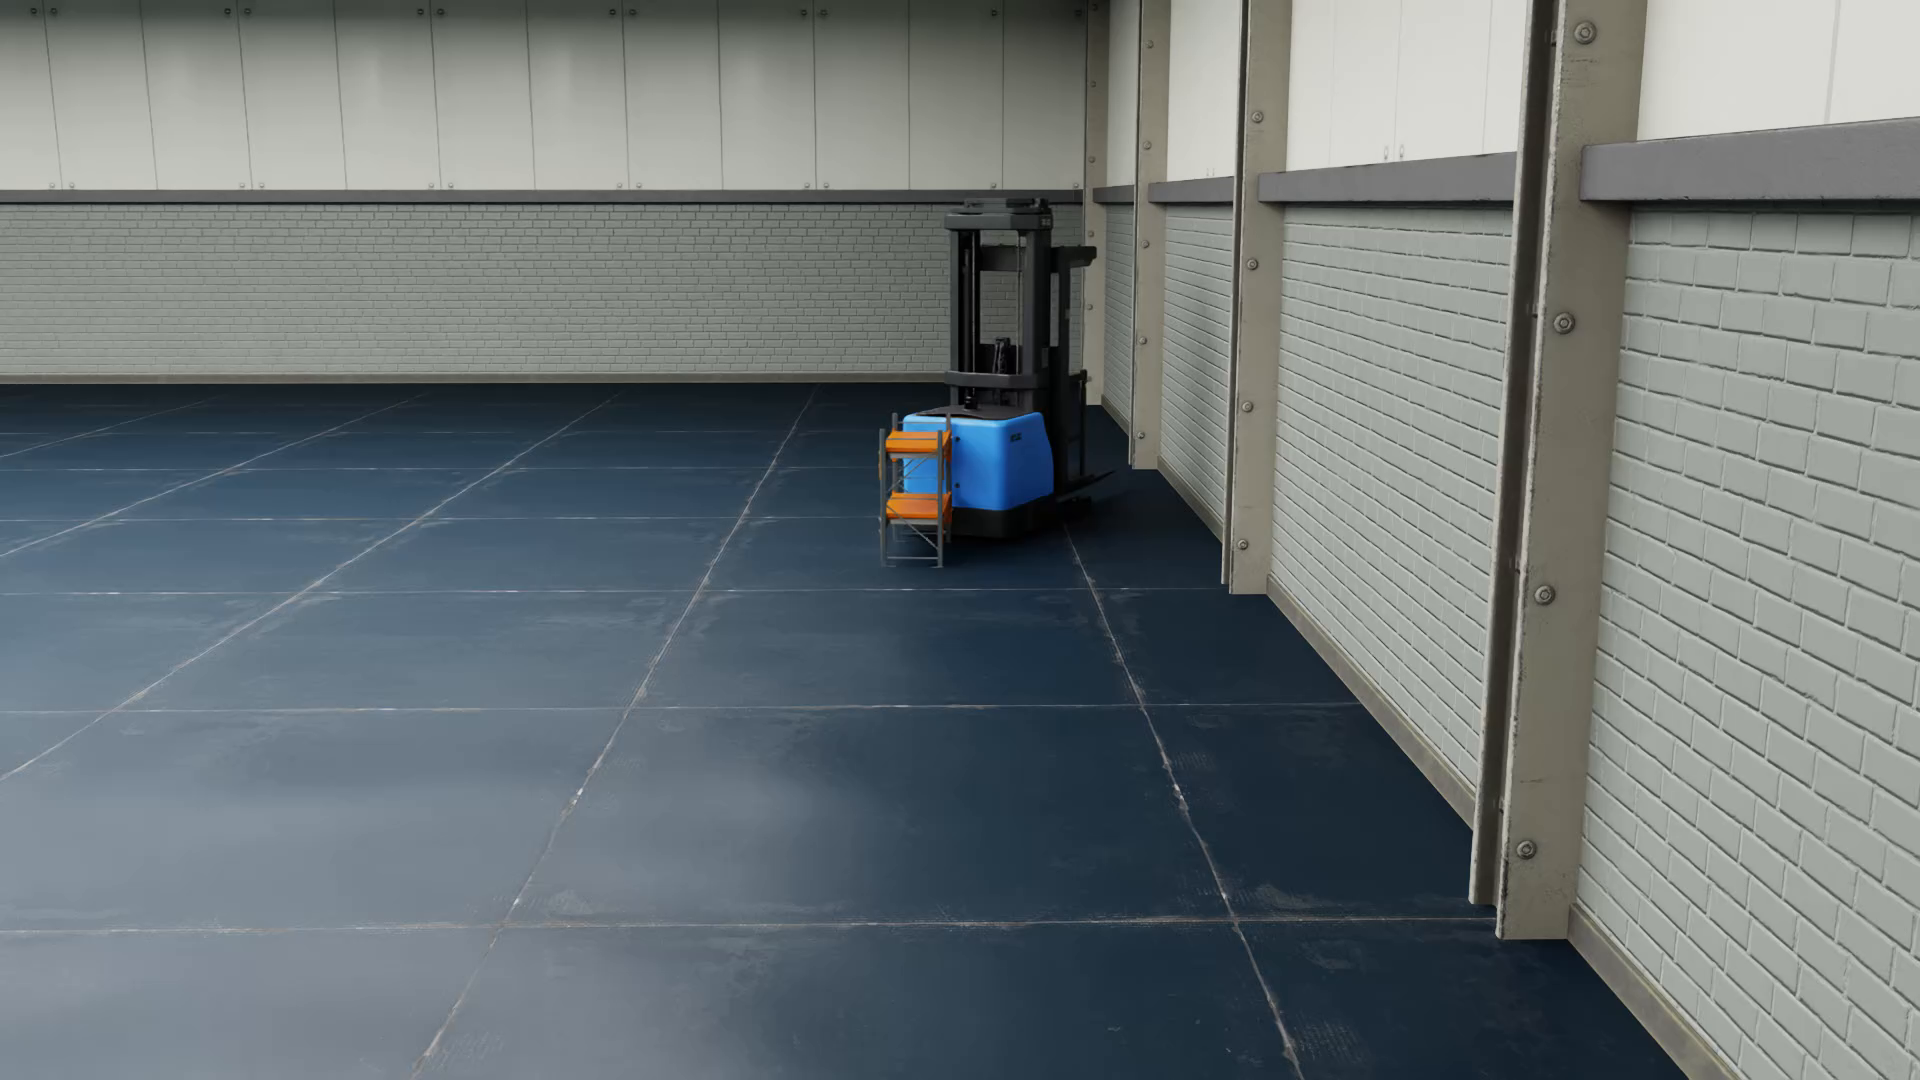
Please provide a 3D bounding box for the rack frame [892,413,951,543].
[{"bbox_3d":[-0.328,-0.529,14.340,0.500,1.125,0.032,1,11,3],"label":"rack frame"}]

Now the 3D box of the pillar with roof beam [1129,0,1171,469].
[{"bbox_3d":[-2.238,-5.217,17.641,9.100,9.000,0.400,0,11,-1],"label":"pillar with roof beam"}]

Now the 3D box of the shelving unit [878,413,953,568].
[{"bbox_3d":[-0.357,-0.429,13.842,0.538,1.125,1.048,1,11,3],"label":"shelving unit"}]

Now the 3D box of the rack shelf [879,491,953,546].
[{"bbox_3d":[-0.357,-0.189,13.891,0.538,0.278,1.000,1,11,3],"label":"rack shelf"}]

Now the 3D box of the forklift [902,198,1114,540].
[{"bbox_3d":[0.597,-1.690,15.515,1.130,2.935,3.031,6,13,26],"label":"forklift"}]

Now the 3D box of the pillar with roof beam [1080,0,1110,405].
[{"bbox_3d":[-2.362,-6.410,23.520,9.100,9.000,0.400,0,11,-1],"label":"pillar with roof beam"}]

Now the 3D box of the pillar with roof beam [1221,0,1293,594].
[{"bbox_3d":[-2.114,-4.024,11.762,9.100,9.000,0.400,0,11,-1],"label":"pillar with roof beam"}]

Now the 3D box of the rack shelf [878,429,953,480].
[{"bbox_3d":[-0.357,-0.715,13.784,0.538,0.278,1.000,1,11,3],"label":"rack shelf"}]

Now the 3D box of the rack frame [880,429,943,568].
[{"bbox_3d":[-0.387,-0.328,13.345,0.500,1.125,0.032,1,11,3],"label":"rack frame"}]

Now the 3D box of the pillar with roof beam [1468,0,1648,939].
[{"bbox_3d":[-1.990,-2.831,5.883,9.100,9.000,0.400,0,11,-1],"label":"pillar with roof beam"}]
